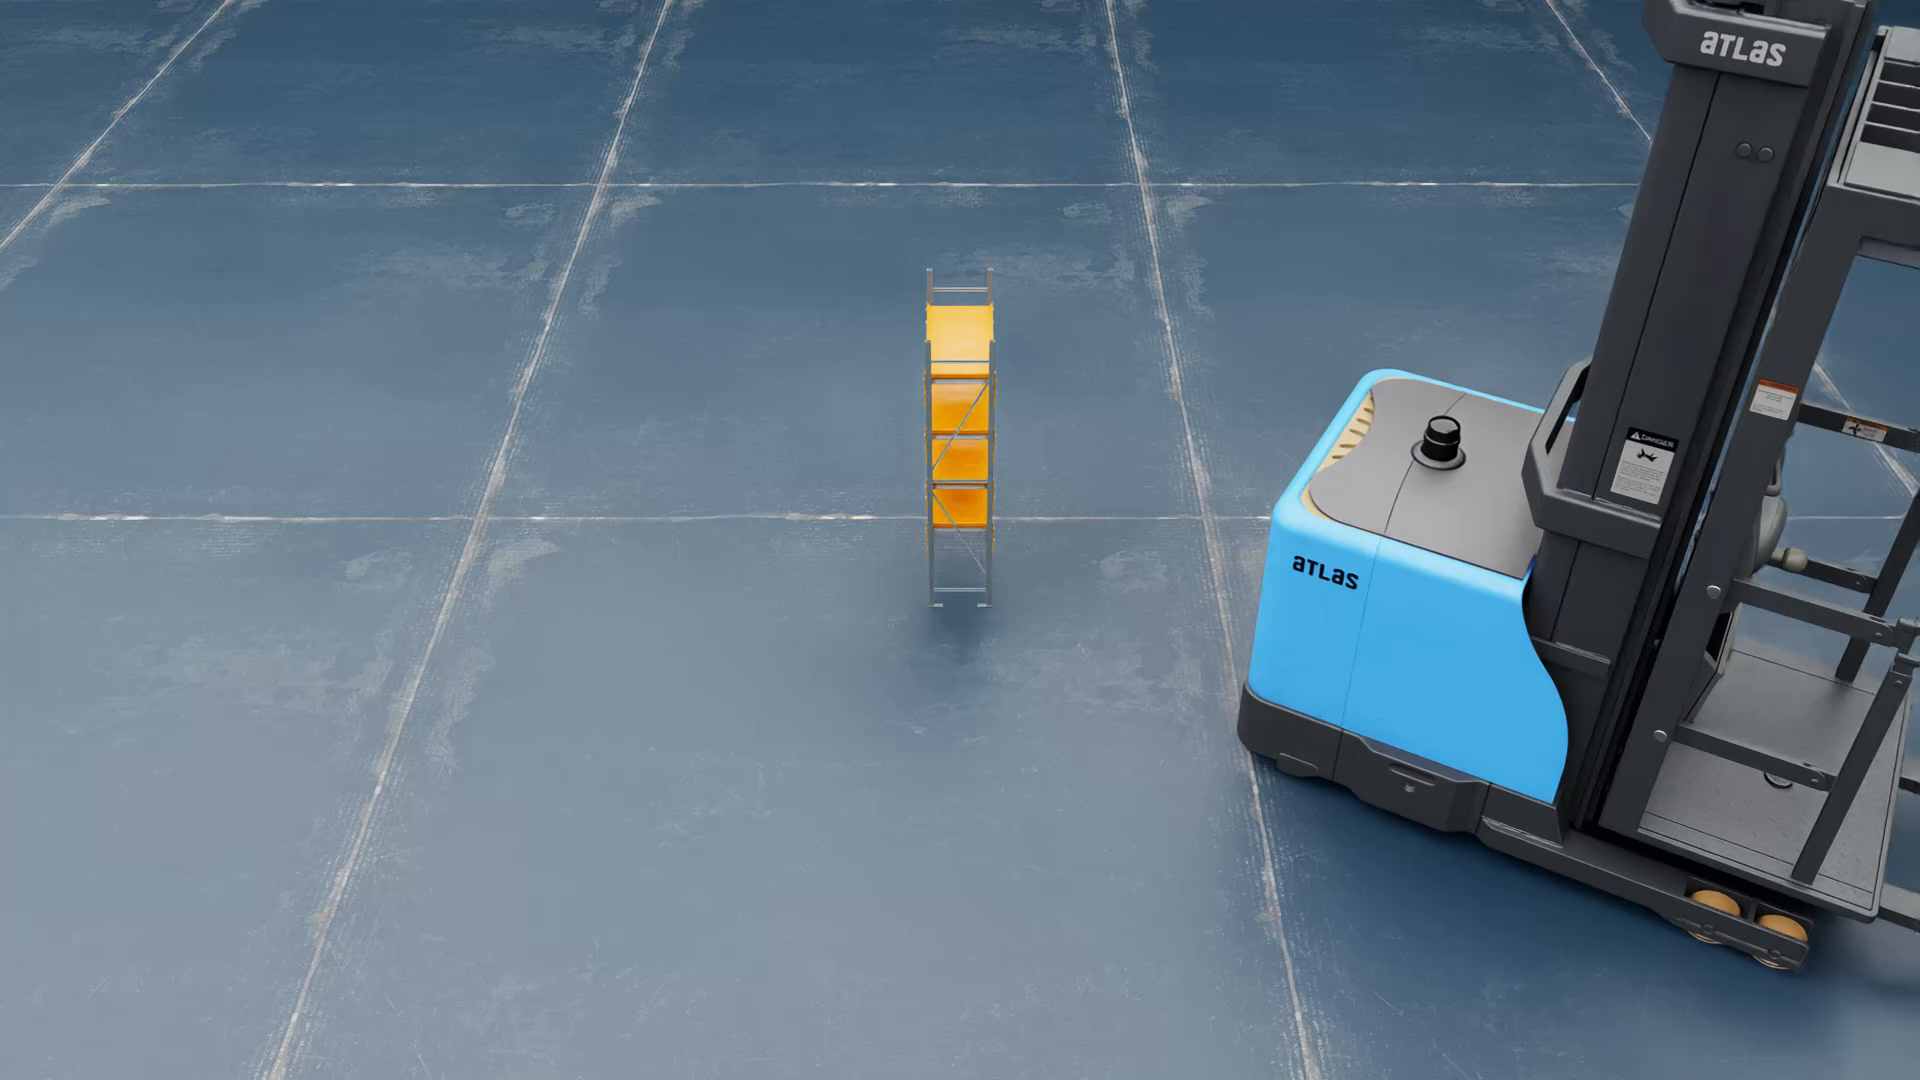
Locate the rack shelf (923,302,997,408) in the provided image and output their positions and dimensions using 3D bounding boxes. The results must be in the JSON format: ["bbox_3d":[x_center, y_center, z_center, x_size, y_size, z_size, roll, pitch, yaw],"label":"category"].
[{"bbox_3d":[0.000,-0.671,6.000,0.258,0.148,0.480,0,39,0],"label":"rack shelf"}]

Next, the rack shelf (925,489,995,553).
[{"bbox_3d":[0.000,-0.157,6.412,0.258,0.148,0.480,0,39,0],"label":"rack shelf"}]

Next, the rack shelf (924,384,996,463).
[{"bbox_3d":[0.000,-0.487,6.148,0.258,0.148,0.480,0,39,0],"label":"rack shelf"}]

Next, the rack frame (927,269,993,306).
[{"bbox_3d":[0.000,-0.517,6.436,0.240,1.200,0.015,0,39,0],"label":"rack frame"}]

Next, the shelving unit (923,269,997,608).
[{"bbox_3d":[0.000,-0.365,6.246,0.258,1.200,0.503,0,39,0],"label":"shelving unit"}]

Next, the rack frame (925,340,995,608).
[{"bbox_3d":[0.000,-0.212,6.055,0.240,1.200,0.015,0,39,0],"label":"rack frame"}]

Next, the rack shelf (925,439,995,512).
[{"bbox_3d":[0.000,-0.312,6.288,0.258,0.148,0.480,0,39,0],"label":"rack shelf"}]

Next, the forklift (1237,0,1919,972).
[{"bbox_3d":[2.504,-0.211,4.670,3.031,2.935,1.130,19,43,22],"label":"forklift"}]
